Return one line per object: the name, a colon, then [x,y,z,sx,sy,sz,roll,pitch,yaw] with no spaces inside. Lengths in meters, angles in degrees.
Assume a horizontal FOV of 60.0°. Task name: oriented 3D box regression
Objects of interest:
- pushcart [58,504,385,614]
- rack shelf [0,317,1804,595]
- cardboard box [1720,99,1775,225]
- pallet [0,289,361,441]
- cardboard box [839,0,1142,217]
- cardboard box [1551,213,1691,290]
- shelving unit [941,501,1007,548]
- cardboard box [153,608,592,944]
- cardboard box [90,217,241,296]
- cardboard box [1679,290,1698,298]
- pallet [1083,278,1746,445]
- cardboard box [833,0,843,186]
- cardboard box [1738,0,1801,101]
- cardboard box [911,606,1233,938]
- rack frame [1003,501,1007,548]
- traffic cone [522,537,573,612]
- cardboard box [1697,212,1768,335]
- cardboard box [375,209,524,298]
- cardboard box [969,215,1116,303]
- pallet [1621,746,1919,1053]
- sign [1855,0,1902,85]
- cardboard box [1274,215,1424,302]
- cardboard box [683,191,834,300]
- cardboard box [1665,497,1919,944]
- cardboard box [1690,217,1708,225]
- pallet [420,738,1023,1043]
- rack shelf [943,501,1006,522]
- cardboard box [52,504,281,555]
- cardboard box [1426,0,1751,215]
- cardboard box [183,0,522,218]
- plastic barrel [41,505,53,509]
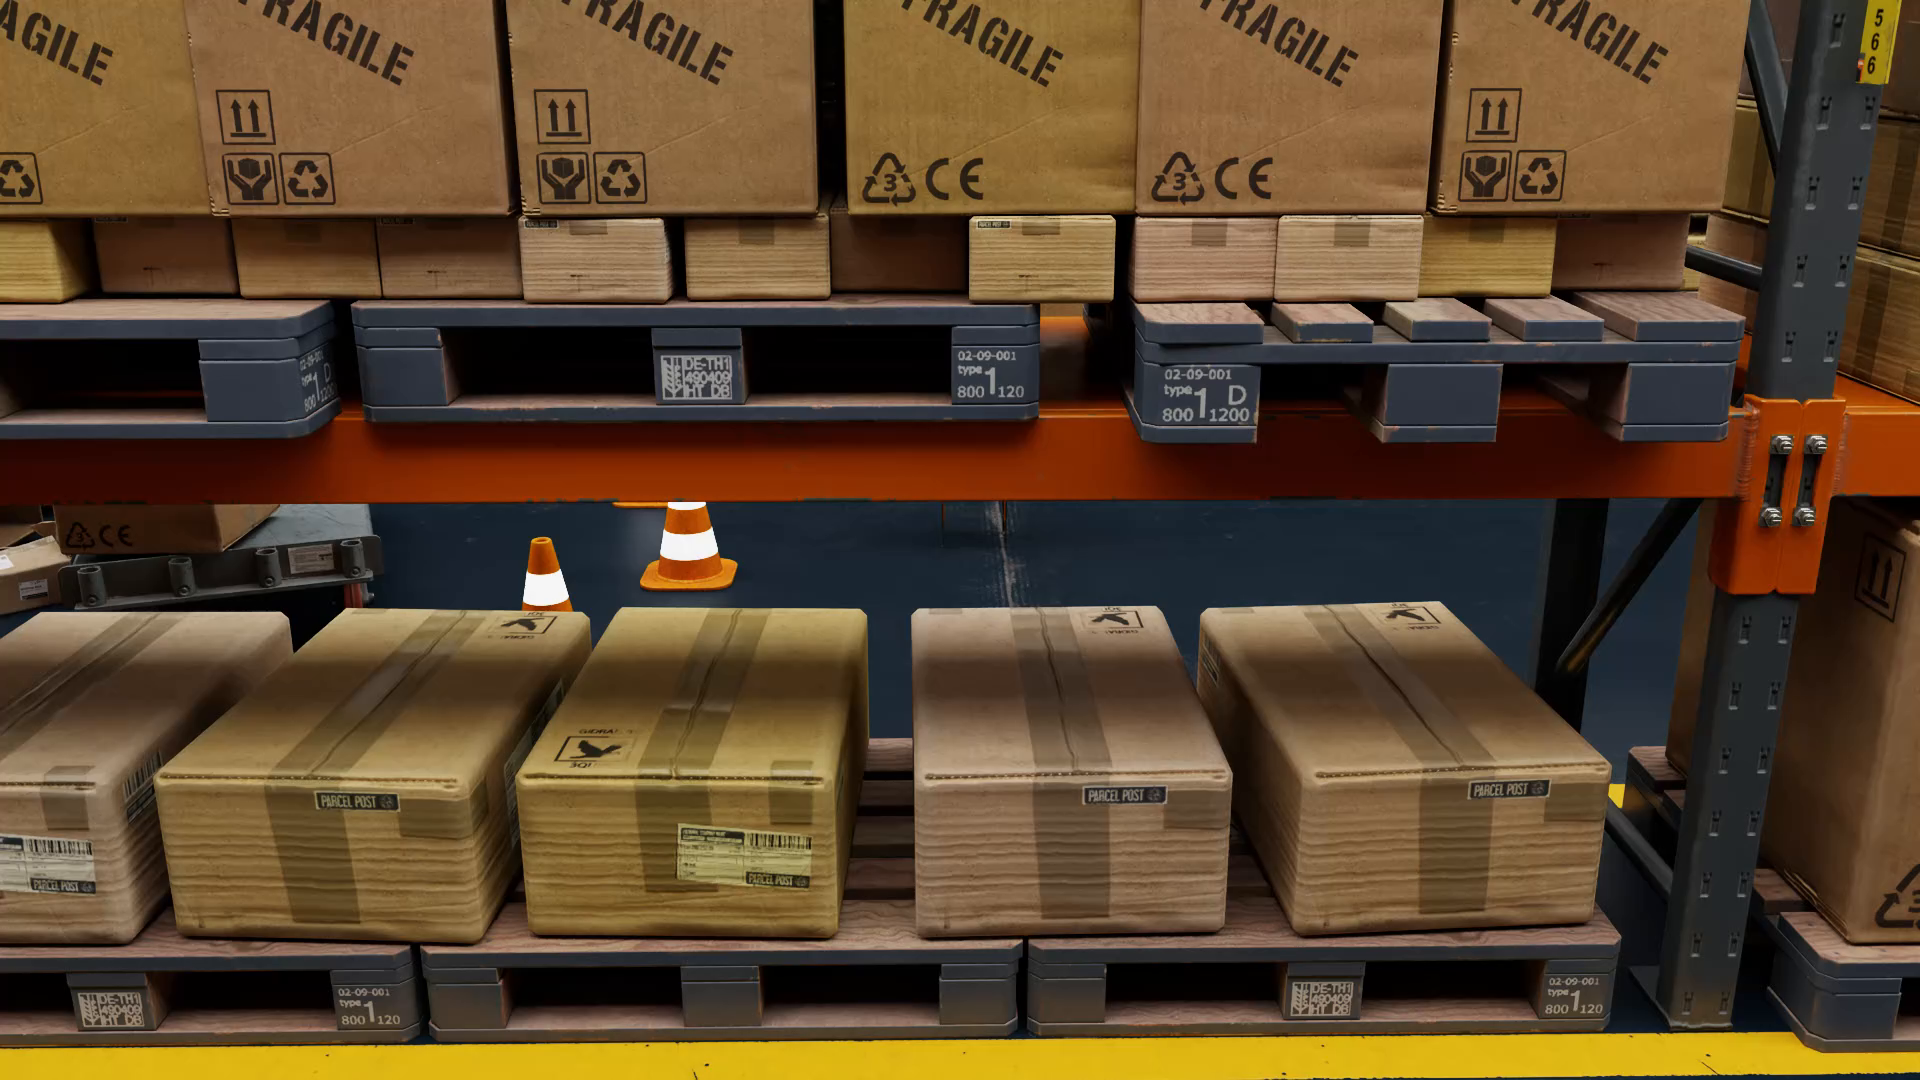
pushcart: [-2.575,-0.002,5.935,0.936,0.377,1.648,-7,19,-20]
rack shelf: [-0.489,-0.221,3.504,4.000,0.370,1.077,0,18,-1]
cardboard box: [1.991,-0.820,3.620,0.500,0.250,0.500,0,18,-1]
pallet: [-1.723,-0.422,3.266,1.213,0.211,1.003,0,18,-1]
cardboard box: [0.039,-0.867,3.001,0.500,0.500,0.500,-1,18,-5]
cardboard box: [1.186,-0.580,3.170,0.250,0.149,0.380,0,18,1]
shelving unit: [0.053,-0.500,6.388,0.252,1.050,0.215,0,18,-1]
cardboard box: [-1.246,0.489,3.726,0.625,0.372,0.950,1,18,3]
cardboard box: [-1.399,-0.564,3.118,0.250,0.149,0.380,1,18,3]
cardboard box: [3.569,-1.030,8.251,0.500,0.500,0.500,-1,18,-2]
pallet: [0.800,-0.446,3.341,1.003,0.211,1.213,0,18,-1]
cardboard box: [0.005,-1.022,3.484,0.500,0.500,0.500,0,18,0]
cardboard box: [2.023,-1.179,3.513,0.500,0.500,0.500,-1,18,-2]
cardboard box: [0.208,0.484,3.744,0.625,0.372,0.950,-1,18,-2]
rack frame: [0.175,-0.501,6.390,0.008,1.050,0.200,0,18,-1]
traffic cone: [-1.271,0.220,5.103,0.334,0.463,0.336,0,18,-1]
cardboard box: [2.012,-0.584,3.702,0.500,0.250,0.500,-1,18,-3]
cardboard box: [-0.894,-0.553,3.084,0.250,0.149,0.380,0,18,0]
cardboard box: [0.141,-0.538,3.036,0.250,0.149,0.380,0,18,0]
pallet: [2.300,0.774,3.790,1.213,0.211,1.003,0,18,-1]
sign: [1.528,-0.921,2.743,0.005,0.325,0.100,0,18,-1]
cardboard box: [0.668,-0.542,3.050,0.250,0.149,0.380,0,18,-1]
cardboard box: [-0.362,-0.549,3.071,0.250,0.149,0.380,-1,18,-3]
cardboard box: [2.202,0.260,3.616,0.875,0.875,0.875,0,18,-1]
cardboard box: [3.545,-1.543,8.625,0.500,0.250,0.500,0,18,1]
pallet: [-0.488,0.763,3.824,1.213,0.211,1.003,0,18,-1]
rack shelf: [0.053,-0.225,6.476,0.240,0.259,0.215,0,18,-1]
cardboard box: [-2.547,-0.268,5.325,0.500,0.500,0.500,0,18,-1]
cardboard box: [1.060,-0.875,3.028,0.500,0.500,0.500,-1,18,-2]
cardboard box: [-1.020,-0.859,2.976,0.500,0.500,0.500,0,18,-1]
plastic barrel: [-3.778,-0.365,6.991,0.421,0.421,0.512,14,22,37]
